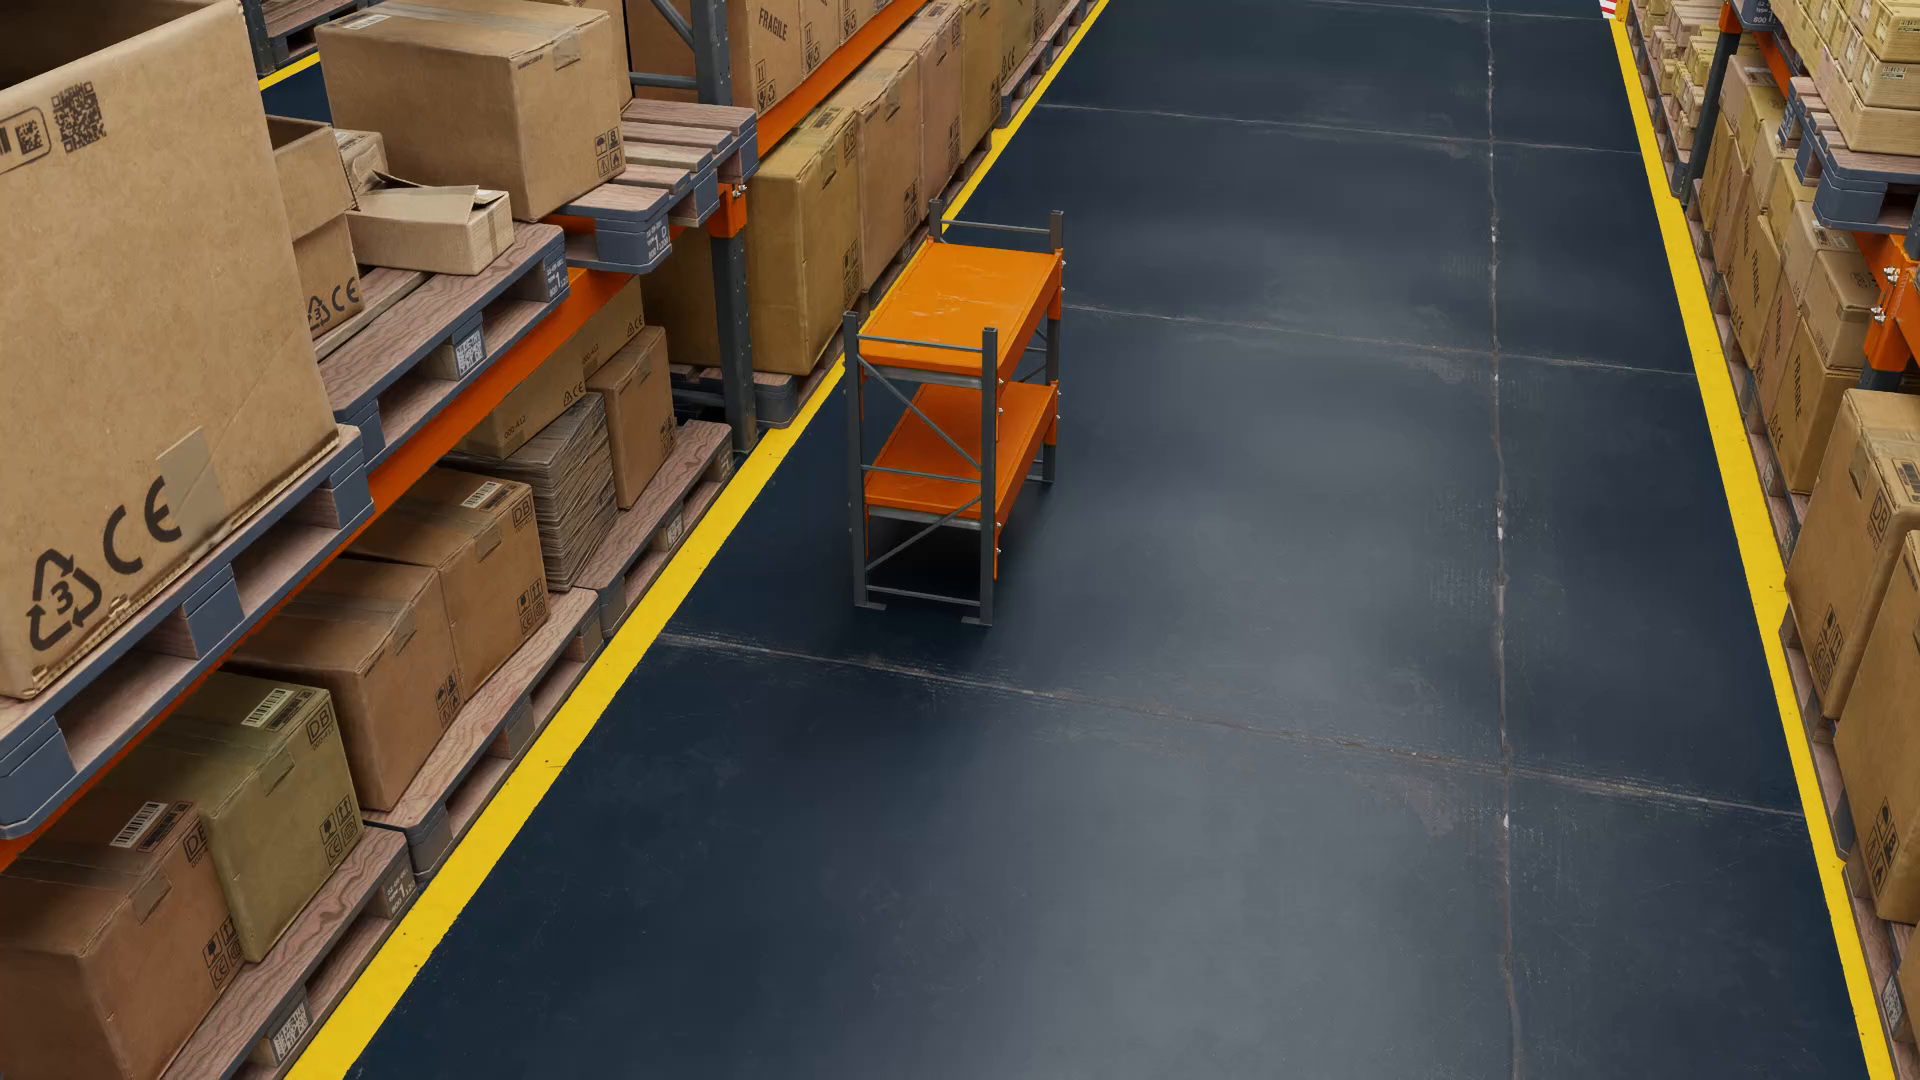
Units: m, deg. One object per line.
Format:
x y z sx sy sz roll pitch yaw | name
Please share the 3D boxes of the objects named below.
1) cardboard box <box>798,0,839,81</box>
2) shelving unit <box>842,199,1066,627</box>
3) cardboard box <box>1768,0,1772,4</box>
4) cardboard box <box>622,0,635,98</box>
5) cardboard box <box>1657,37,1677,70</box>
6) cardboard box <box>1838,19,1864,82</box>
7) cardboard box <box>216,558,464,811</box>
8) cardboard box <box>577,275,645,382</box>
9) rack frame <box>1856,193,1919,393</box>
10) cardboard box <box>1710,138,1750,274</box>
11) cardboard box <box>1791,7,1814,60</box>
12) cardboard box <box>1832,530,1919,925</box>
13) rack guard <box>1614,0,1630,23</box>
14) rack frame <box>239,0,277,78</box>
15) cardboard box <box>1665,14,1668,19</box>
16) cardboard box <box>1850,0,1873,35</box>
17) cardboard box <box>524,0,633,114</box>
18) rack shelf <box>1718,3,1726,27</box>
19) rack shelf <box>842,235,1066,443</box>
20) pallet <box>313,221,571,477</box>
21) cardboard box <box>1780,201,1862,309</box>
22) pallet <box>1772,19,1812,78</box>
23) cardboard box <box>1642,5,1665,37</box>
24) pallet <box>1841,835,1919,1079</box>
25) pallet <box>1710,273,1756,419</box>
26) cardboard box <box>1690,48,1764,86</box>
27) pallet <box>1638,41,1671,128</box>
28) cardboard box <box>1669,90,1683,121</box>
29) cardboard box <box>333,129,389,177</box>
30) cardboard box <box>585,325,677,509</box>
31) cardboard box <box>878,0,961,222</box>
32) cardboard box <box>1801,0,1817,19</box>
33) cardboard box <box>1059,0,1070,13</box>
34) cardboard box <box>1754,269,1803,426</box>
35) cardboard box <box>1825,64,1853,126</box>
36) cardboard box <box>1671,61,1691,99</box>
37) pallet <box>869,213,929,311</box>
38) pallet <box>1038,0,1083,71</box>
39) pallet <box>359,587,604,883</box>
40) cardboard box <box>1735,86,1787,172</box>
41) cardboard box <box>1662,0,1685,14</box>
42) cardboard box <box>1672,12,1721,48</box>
-0.817 -2.232 6.871 0.500 0.500 0.500 7 33 11 | cardboard box
0.002 -0.478 5.954 0.538 1.125 1.048 8 33 12 | shelving unit
3.584 -2.305 6.923 0.380 0.149 0.250 7 33 12 | cardboard box
-1.447 -2.038 6.567 0.500 0.500 0.500 9 34 14 | cardboard box
4.648 -3.071 10.551 0.380 0.149 0.250 8 33 12 | cardboard box
3.191 -1.633 5.588 0.380 0.149 0.250 9 34 14 | cardboard box
-1.890 0.387 4.764 0.700 0.500 0.500 5 33 8 | cardboard box
-1.473 -0.802 5.936 0.500 0.250 0.500 9 34 14 | cardboard box
3.440 -0.979 4.994 1.000 3.000 0.127 8 33 12 | rack frame
3.878 -1.555 7.838 0.500 0.500 0.500 10 34 15 | cardboard box
3.383 -1.899 6.284 0.380 0.149 0.250 7 33 10 | cardboard box
2.979 0.551 4.292 1.050 0.750 0.750 9 33 13 | cardboard box
5.451 -4.036 12.132 1.175 0.500 0.348 8 33 12 | rack guard
-5.108 -4.456 10.464 1.000 3.000 0.127 8 33 12 | rack frame
4.842 -3.450 10.870 0.380 0.149 0.250 6 33 10 | cardboard box
3.187 -1.748 5.491 0.380 0.149 0.250 8 33 12 | cardboard box
-1.431 -1.640 5.549 0.500 0.500 0.500 4 33 6 | cardboard box
4.962 -3.789 10.084 1.077 0.370 4.000 8 33 12 | rack shelf
0.002 -0.725 5.797 0.538 0.278 1.000 8 33 12 | rack shelf
-1.795 -0.593 4.565 1.003 0.211 1.213 8 33 12 | pallet
3.477 -1.072 6.379 0.500 0.250 0.500 8 33 13 | cardboard box
3.902 -1.931 6.670 1.003 0.211 1.213 8 33 12 | pallet
4.813 -3.481 11.196 0.380 0.149 0.250 8 33 13 | cardboard box
2.855 1.228 4.122 1.003 0.211 1.213 8 33 12 | pallet
3.951 -0.838 7.372 1.003 0.211 1.213 8 33 12 | pallet
4.320 -2.638 9.314 0.380 0.149 0.250 8 33 13 | cardboard box
4.899 -2.866 10.562 1.003 0.211 1.213 8 33 12 | pallet
4.376 -2.548 9.728 0.380 0.149 0.250 7 33 11 | cardboard box
-1.980 -0.982 4.747 0.500 0.250 0.500 7 33 11 | cardboard box
-1.483 -0.487 6.140 0.700 0.500 0.500 6 33 10 | cardboard box
-0.686 -2.264 8.604 1.225 0.875 0.875 7 33 11 | cardboard box
3.384 -2.028 6.210 0.380 0.149 0.250 8 33 12 | cardboard box
0.382 -4.323 11.844 0.875 0.875 0.875 8 33 12 | cardboard box
3.489 -0.747 6.568 0.500 0.500 0.500 9 34 14 | cardboard box
3.185 -1.497 5.652 0.380 0.149 0.250 8 33 12 | cardboard box
4.335 -2.644 9.602 0.380 0.149 0.250 7 33 11 | cardboard box
-0.748 -1.560 8.507 1.003 0.211 1.213 8 33 12 | pallet
0.259 -3.624 11.754 1.003 0.211 1.213 8 33 12 | pallet
-1.844 0.507 5.256 1.003 0.211 1.213 8 33 12 | pallet
3.879 -1.869 7.634 0.500 0.250 0.500 9 34 14 | cardboard box
4.693 -3.444 10.583 0.380 0.149 0.250 9 33 13 | cardboard box
4.497 -3.045 9.955 0.380 0.149 0.250 6 33 10 | cardboard box
